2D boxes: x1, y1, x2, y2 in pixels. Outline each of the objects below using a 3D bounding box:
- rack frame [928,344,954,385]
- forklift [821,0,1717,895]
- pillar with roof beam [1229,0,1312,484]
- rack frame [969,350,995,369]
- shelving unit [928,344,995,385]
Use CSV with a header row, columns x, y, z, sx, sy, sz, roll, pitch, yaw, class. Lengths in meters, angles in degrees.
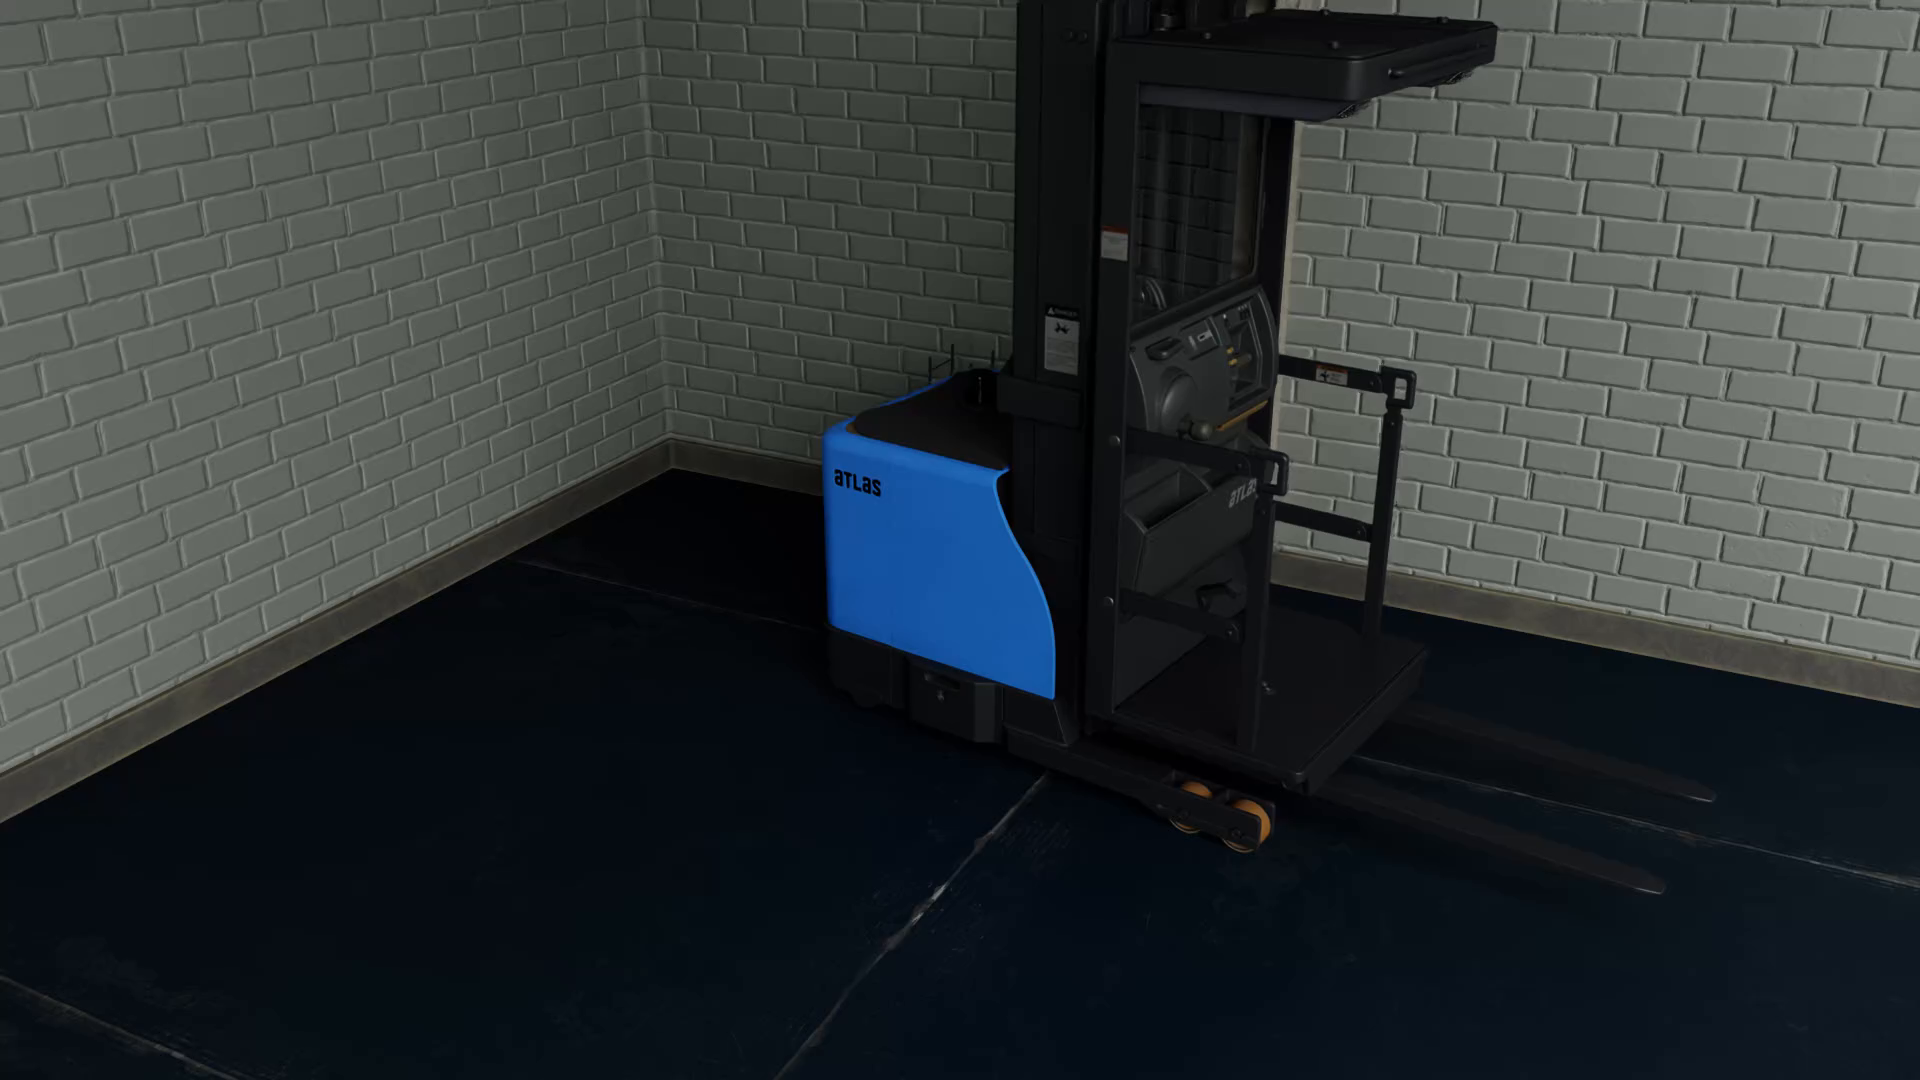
x,y,z,sx,sy,sz,roll,pitch,yaw,class
-0.083,-0.431,7.613,0.006,0.900,0.240,11,25,25,rack frame
0.981,-0.576,5.358,3.031,2.935,1.130,16,28,32,forklift
-0.834,-2.447,2.004,0.400,9.000,9.100,11,25,25,pillar with roof beam
0.098,-0.395,7.528,0.006,0.900,0.240,11,25,25,rack frame
0.007,-0.413,7.571,0.210,0.900,0.258,11,25,25,shelving unit
